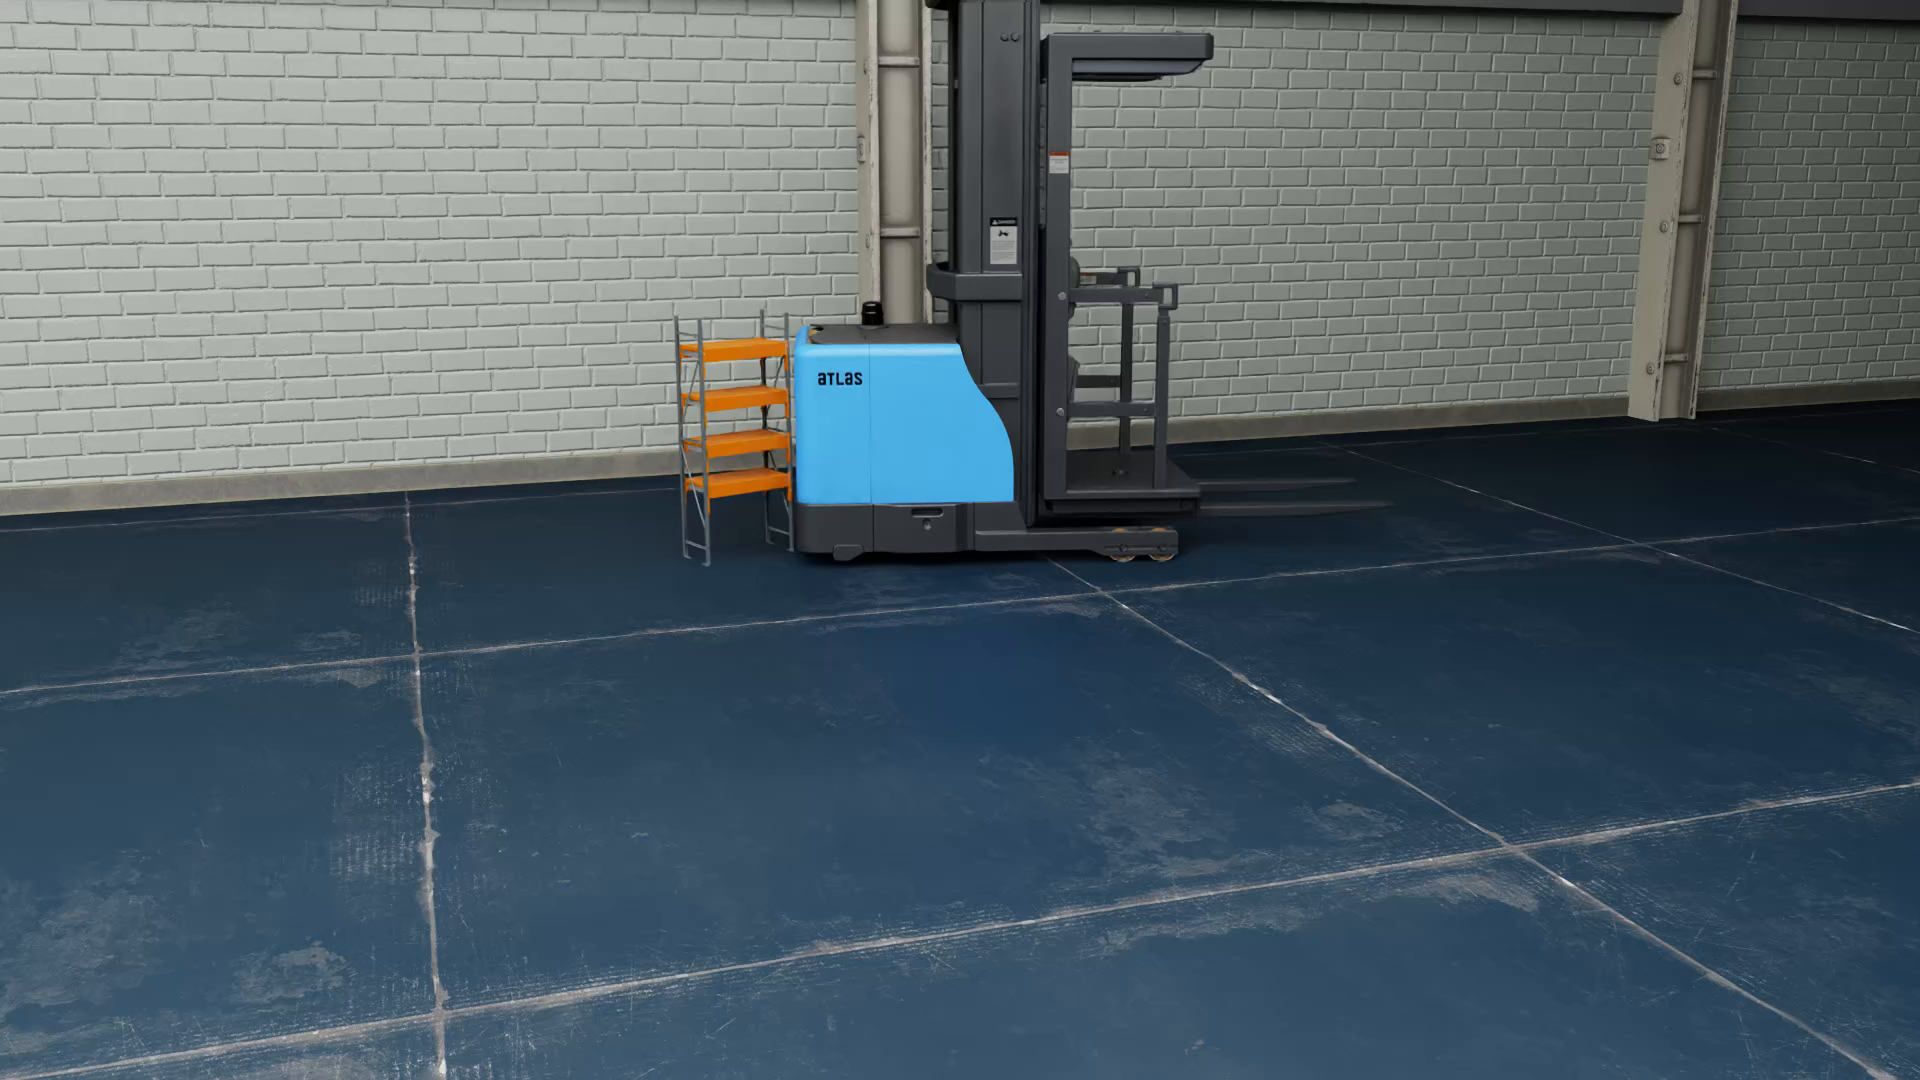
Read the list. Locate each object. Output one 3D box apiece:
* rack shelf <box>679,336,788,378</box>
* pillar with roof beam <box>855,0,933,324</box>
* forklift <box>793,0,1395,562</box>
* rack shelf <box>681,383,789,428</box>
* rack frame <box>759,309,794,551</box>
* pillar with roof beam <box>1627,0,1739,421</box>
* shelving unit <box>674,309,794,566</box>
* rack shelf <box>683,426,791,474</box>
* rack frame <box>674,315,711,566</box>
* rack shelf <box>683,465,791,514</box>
[{"bbox_3d":[-1.109,-0.896,8.119,0.480,0.148,0.258,-11,17,-38],"label":"rack shelf"},{"bbox_3d":[0.970,-3.920,5.677,0.400,9.000,9.100,-4,14,-18],"label":"pillar with roof beam"},{"bbox_3d":[0.674,-1.437,8.351,3.031,2.935,1.130,-1,13,-4],"label":"forklift"},{"bbox_3d":[-1.109,-0.666,8.174,0.480,0.148,0.258,-11,17,-38],"label":"rack shelf"},{"bbox_3d":[-0.921,-0.550,8.361,0.015,1.200,0.240,-11,17,-38],"label":"rack frame"},{"bbox_3d":[6.656,-4.363,7.539,0.400,9.000,9.100,-4,14,-18],"label":"pillar with roof beam"},{"bbox_3d":[-1.109,-0.514,8.210,0.503,1.200,0.258,-11,17,-38],"label":"shelving unit"},{"bbox_3d":[-1.109,-0.448,8.225,0.480,0.148,0.258,-11,17,-38],"label":"rack shelf"},{"bbox_3d":[-1.297,-0.478,8.059,0.015,1.200,0.240,-11,17,-38],"label":"rack frame"},{"bbox_3d":[-1.109,-0.255,8.271,0.480,0.148,0.258,-11,17,-38],"label":"rack shelf"}]
